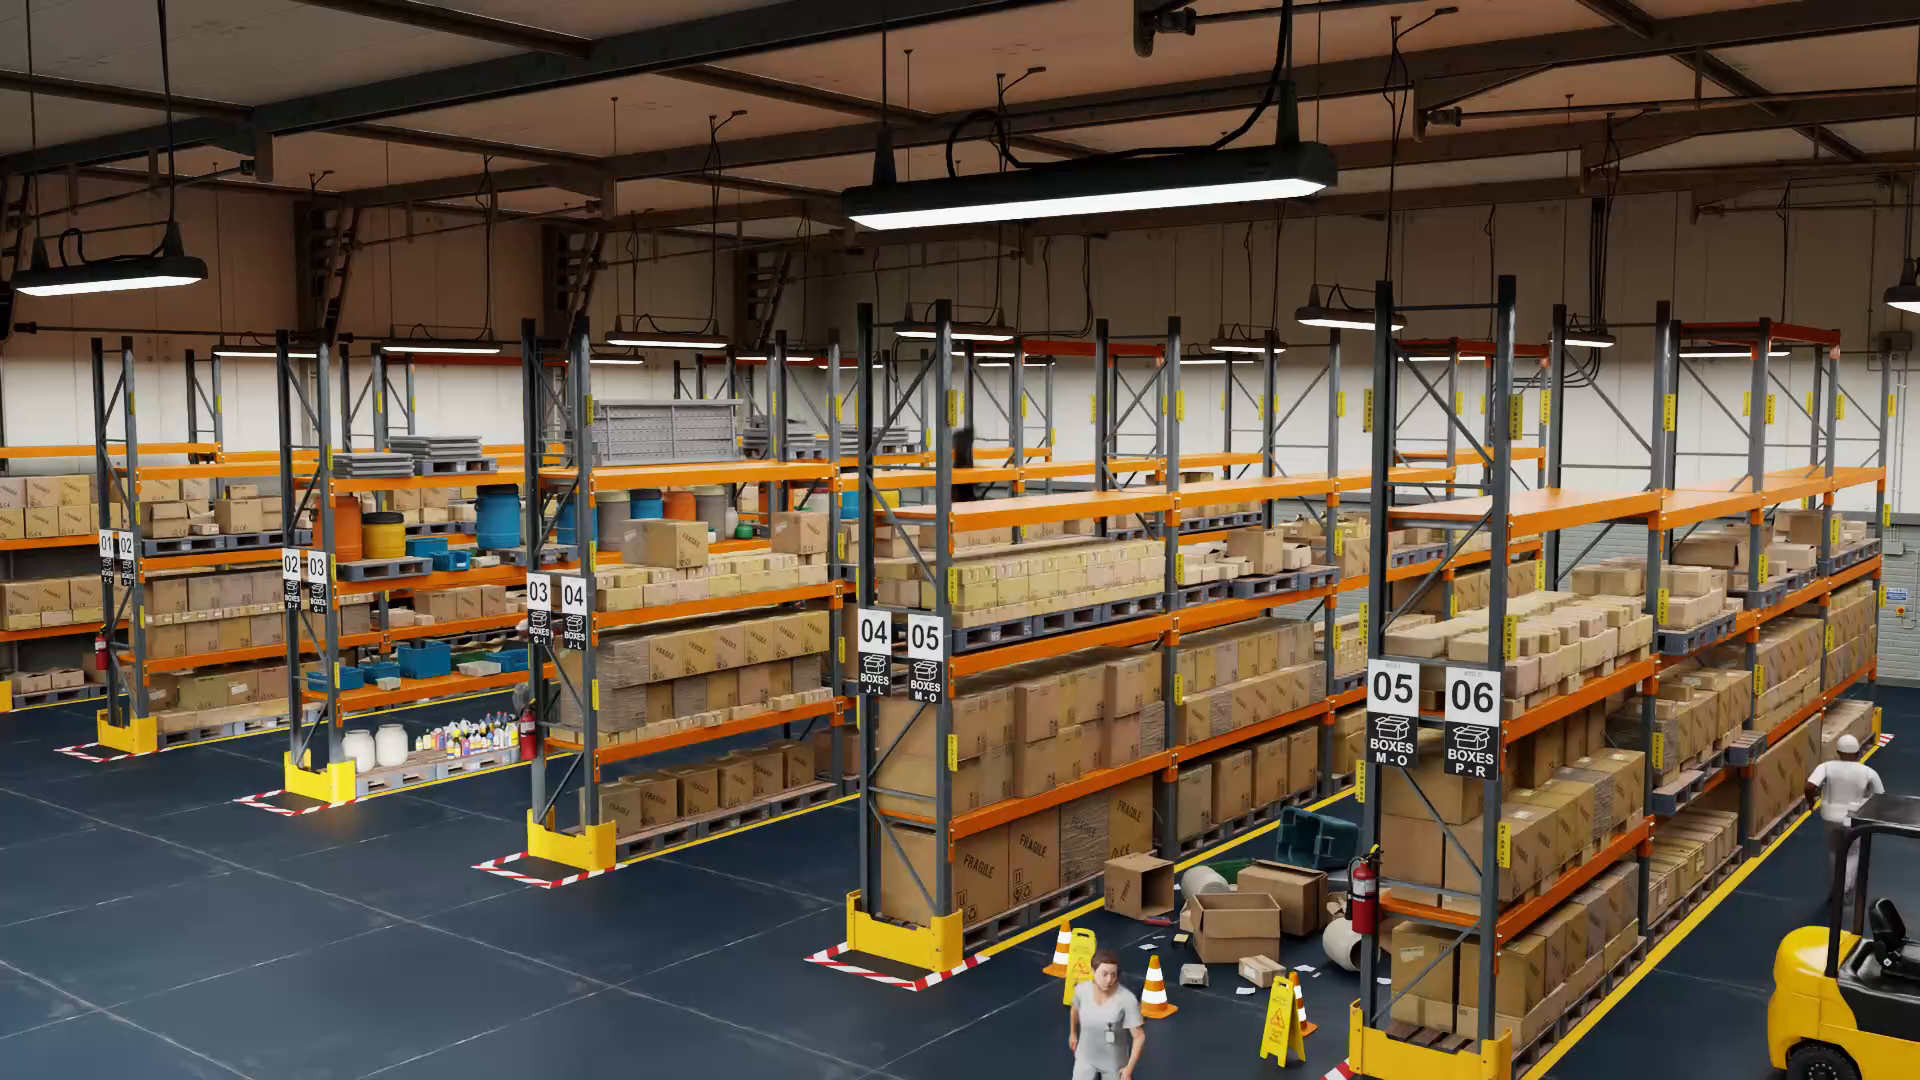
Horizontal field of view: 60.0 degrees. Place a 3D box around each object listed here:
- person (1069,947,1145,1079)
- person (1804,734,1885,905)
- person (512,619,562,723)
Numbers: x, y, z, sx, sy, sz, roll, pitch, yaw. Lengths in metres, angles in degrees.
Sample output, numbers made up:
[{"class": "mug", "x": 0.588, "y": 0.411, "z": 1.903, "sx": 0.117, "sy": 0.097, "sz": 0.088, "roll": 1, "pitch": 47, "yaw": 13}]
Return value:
[{"class": "person", "x": 0.924, "y": 3.412, "z": 10.746, "sx": 0.559, "sy": 1.612, "sz": 0.743, "roll": 1, "pitch": 5, "yaw": 14}, {"class": "person", "x": 8.940, "y": 2.825, "z": 16.799, "sx": 0.698, "sy": 1.747, "sz": 0.931, "roll": 4, "pitch": 6, "yaw": 36}, {"class": "person", "x": -6.624, "y": 2.060, "z": 25.809, "sx": 0.762, "sy": 1.718, "sz": 0.858, "roll": 1, "pitch": 5, "yaw": 14}]
